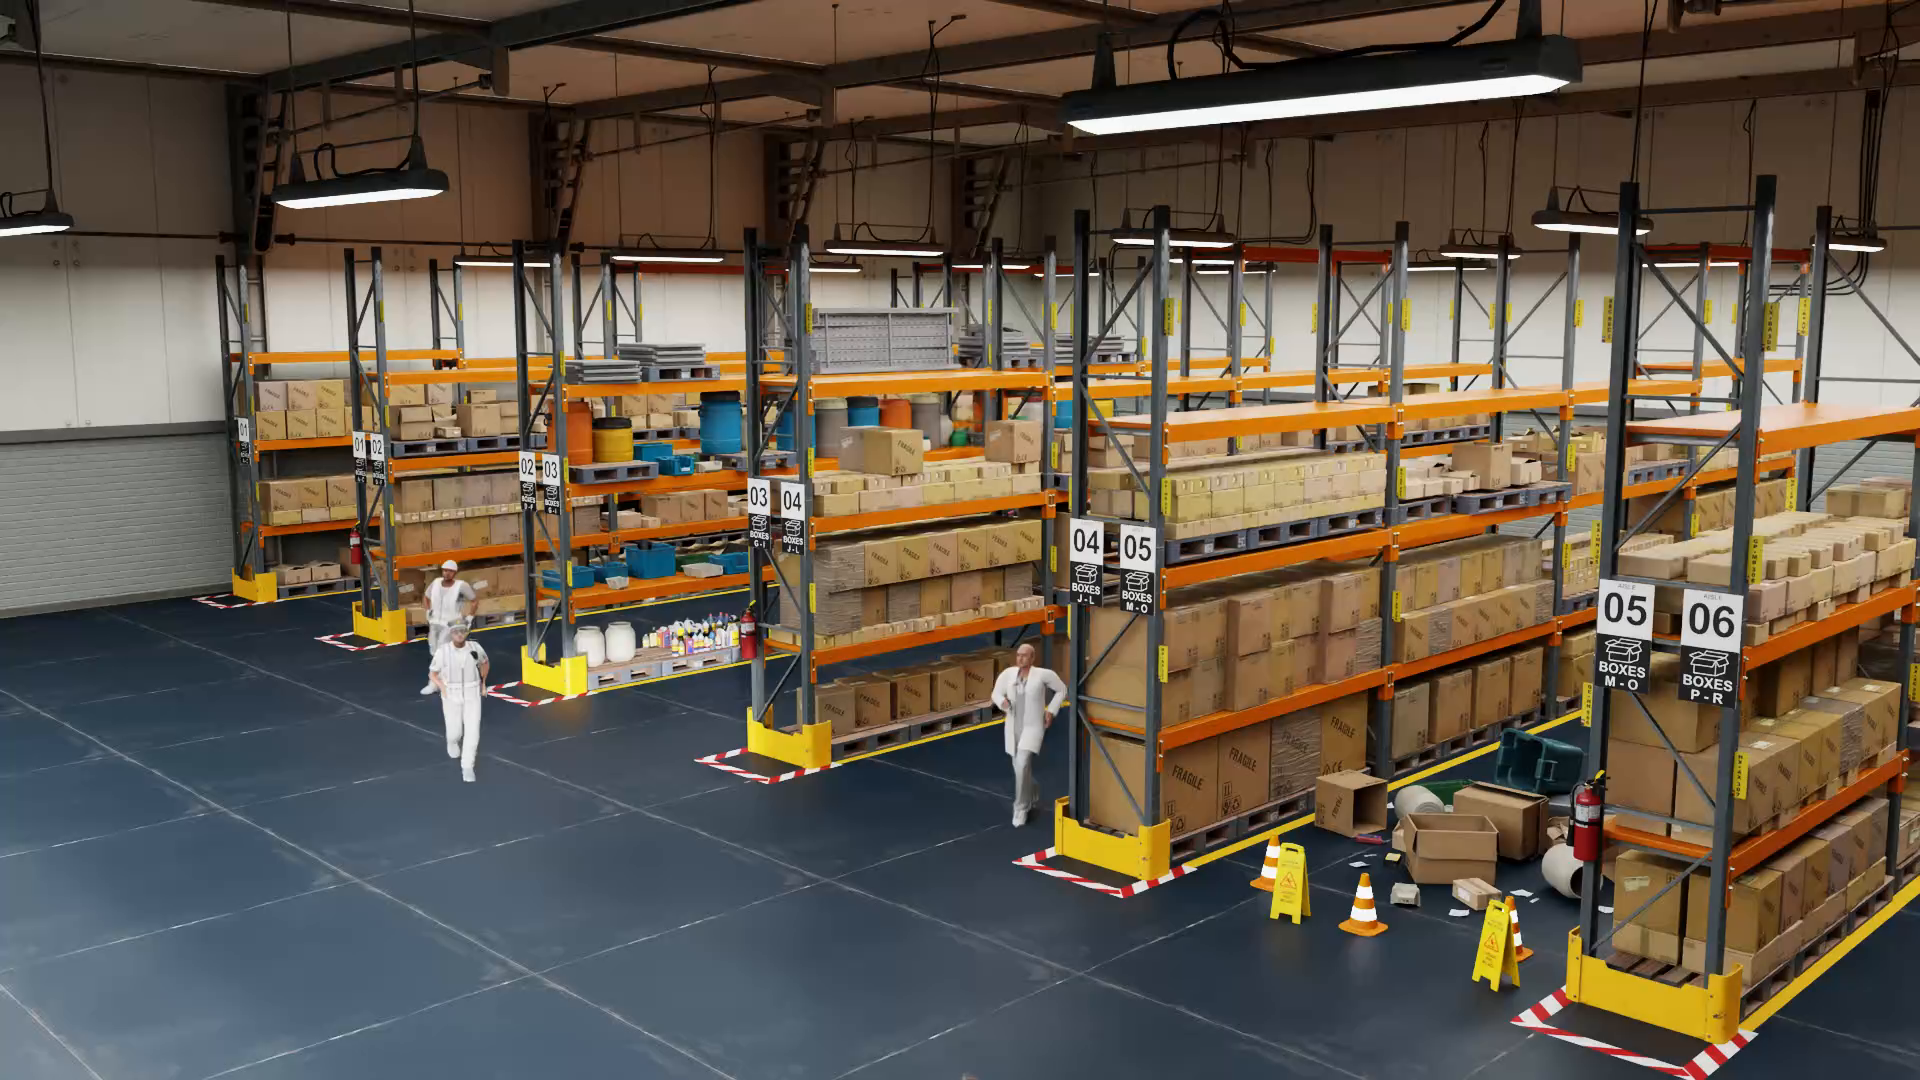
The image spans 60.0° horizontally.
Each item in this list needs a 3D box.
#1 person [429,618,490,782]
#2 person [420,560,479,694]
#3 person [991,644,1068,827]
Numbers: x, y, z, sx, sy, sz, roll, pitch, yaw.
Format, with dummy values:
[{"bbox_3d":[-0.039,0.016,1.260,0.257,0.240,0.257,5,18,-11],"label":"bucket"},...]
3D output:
[{"bbox_3d":[-5.496,1.719,18.344,0.664,1.767,0.825,-4,9,-23],"label":"person"},{"bbox_3d":[-6.857,1.133,22.297,0.746,1.759,0.889,1,8,10],"label":"person"},{"bbox_3d":[0.663,1.945,16.713,0.701,1.848,0.771,5,9,31],"label":"person"}]
